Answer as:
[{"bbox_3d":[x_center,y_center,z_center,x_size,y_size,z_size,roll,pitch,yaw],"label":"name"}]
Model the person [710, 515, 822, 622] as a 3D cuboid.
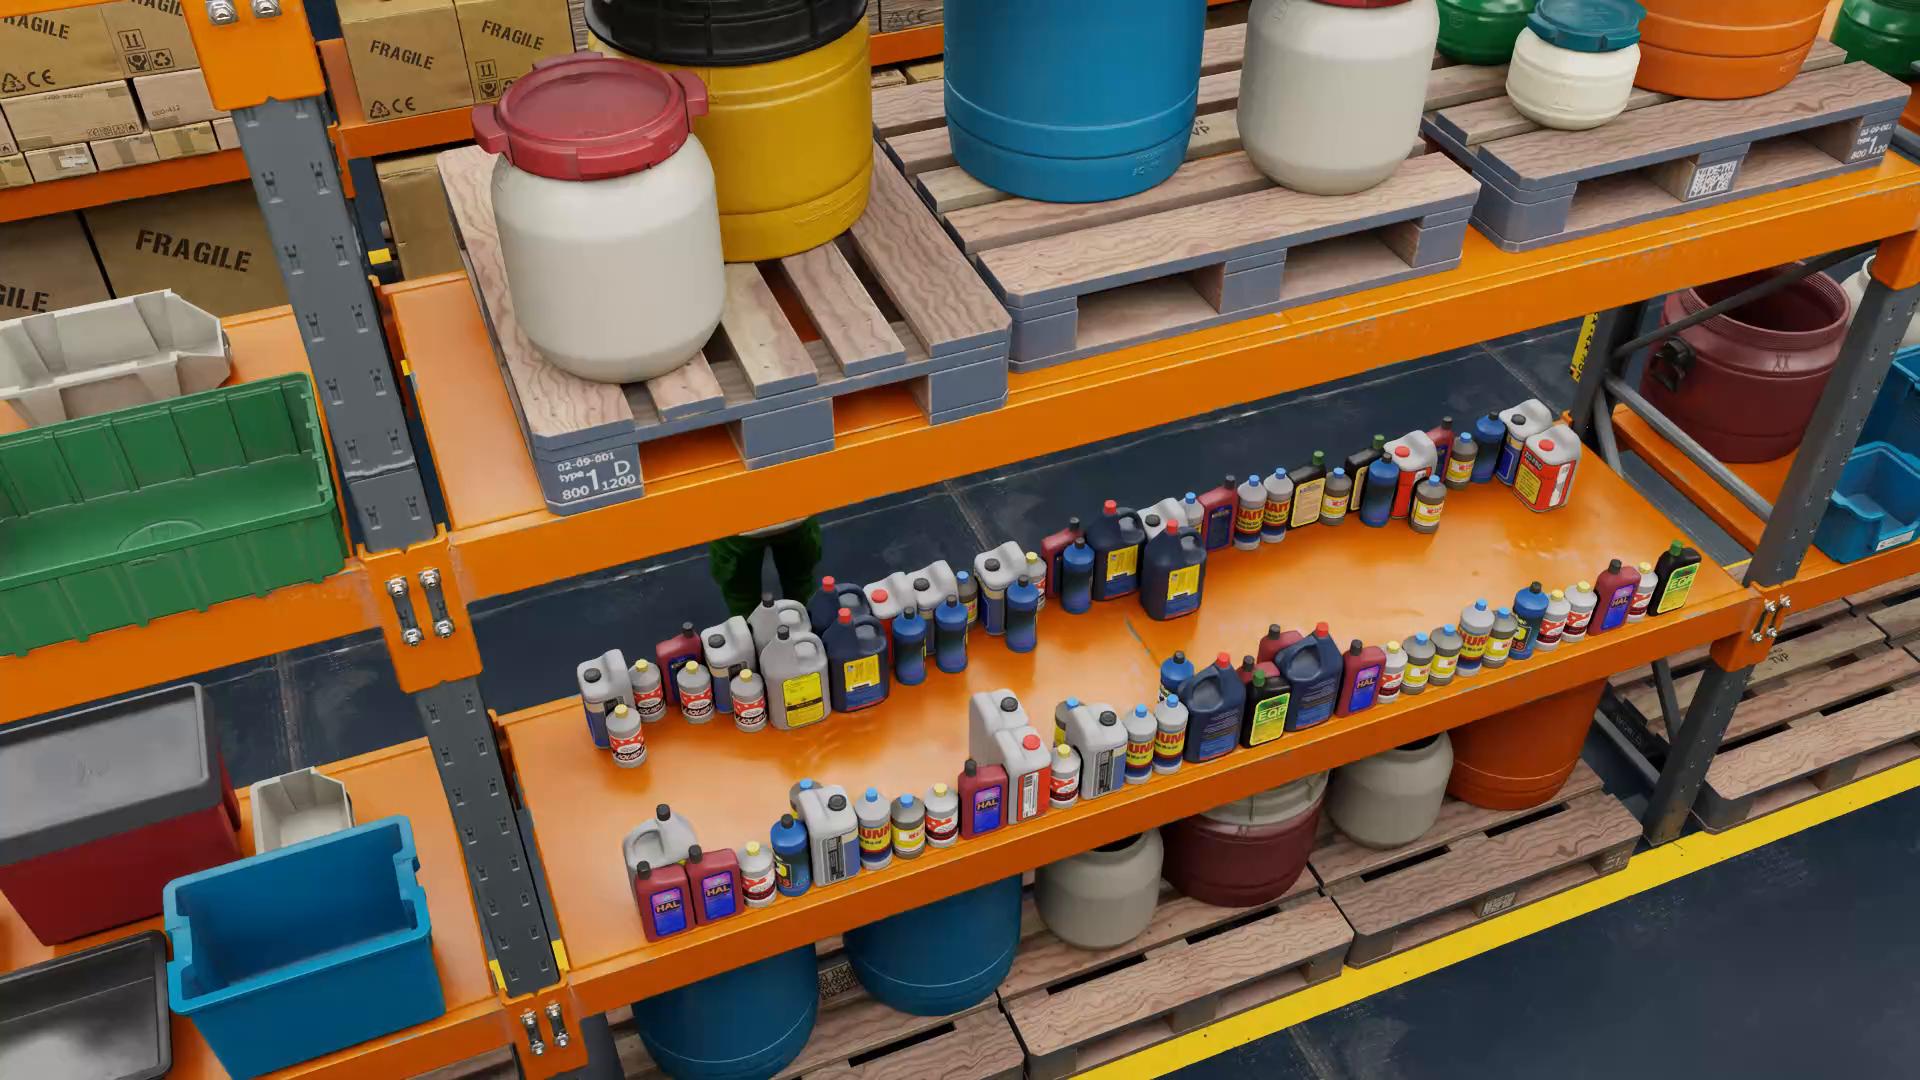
[{"bbox_3d":[-0.791,-0.174,6.339,0.495,1.786,0.554,-16,44,-17],"label":"person"}]
